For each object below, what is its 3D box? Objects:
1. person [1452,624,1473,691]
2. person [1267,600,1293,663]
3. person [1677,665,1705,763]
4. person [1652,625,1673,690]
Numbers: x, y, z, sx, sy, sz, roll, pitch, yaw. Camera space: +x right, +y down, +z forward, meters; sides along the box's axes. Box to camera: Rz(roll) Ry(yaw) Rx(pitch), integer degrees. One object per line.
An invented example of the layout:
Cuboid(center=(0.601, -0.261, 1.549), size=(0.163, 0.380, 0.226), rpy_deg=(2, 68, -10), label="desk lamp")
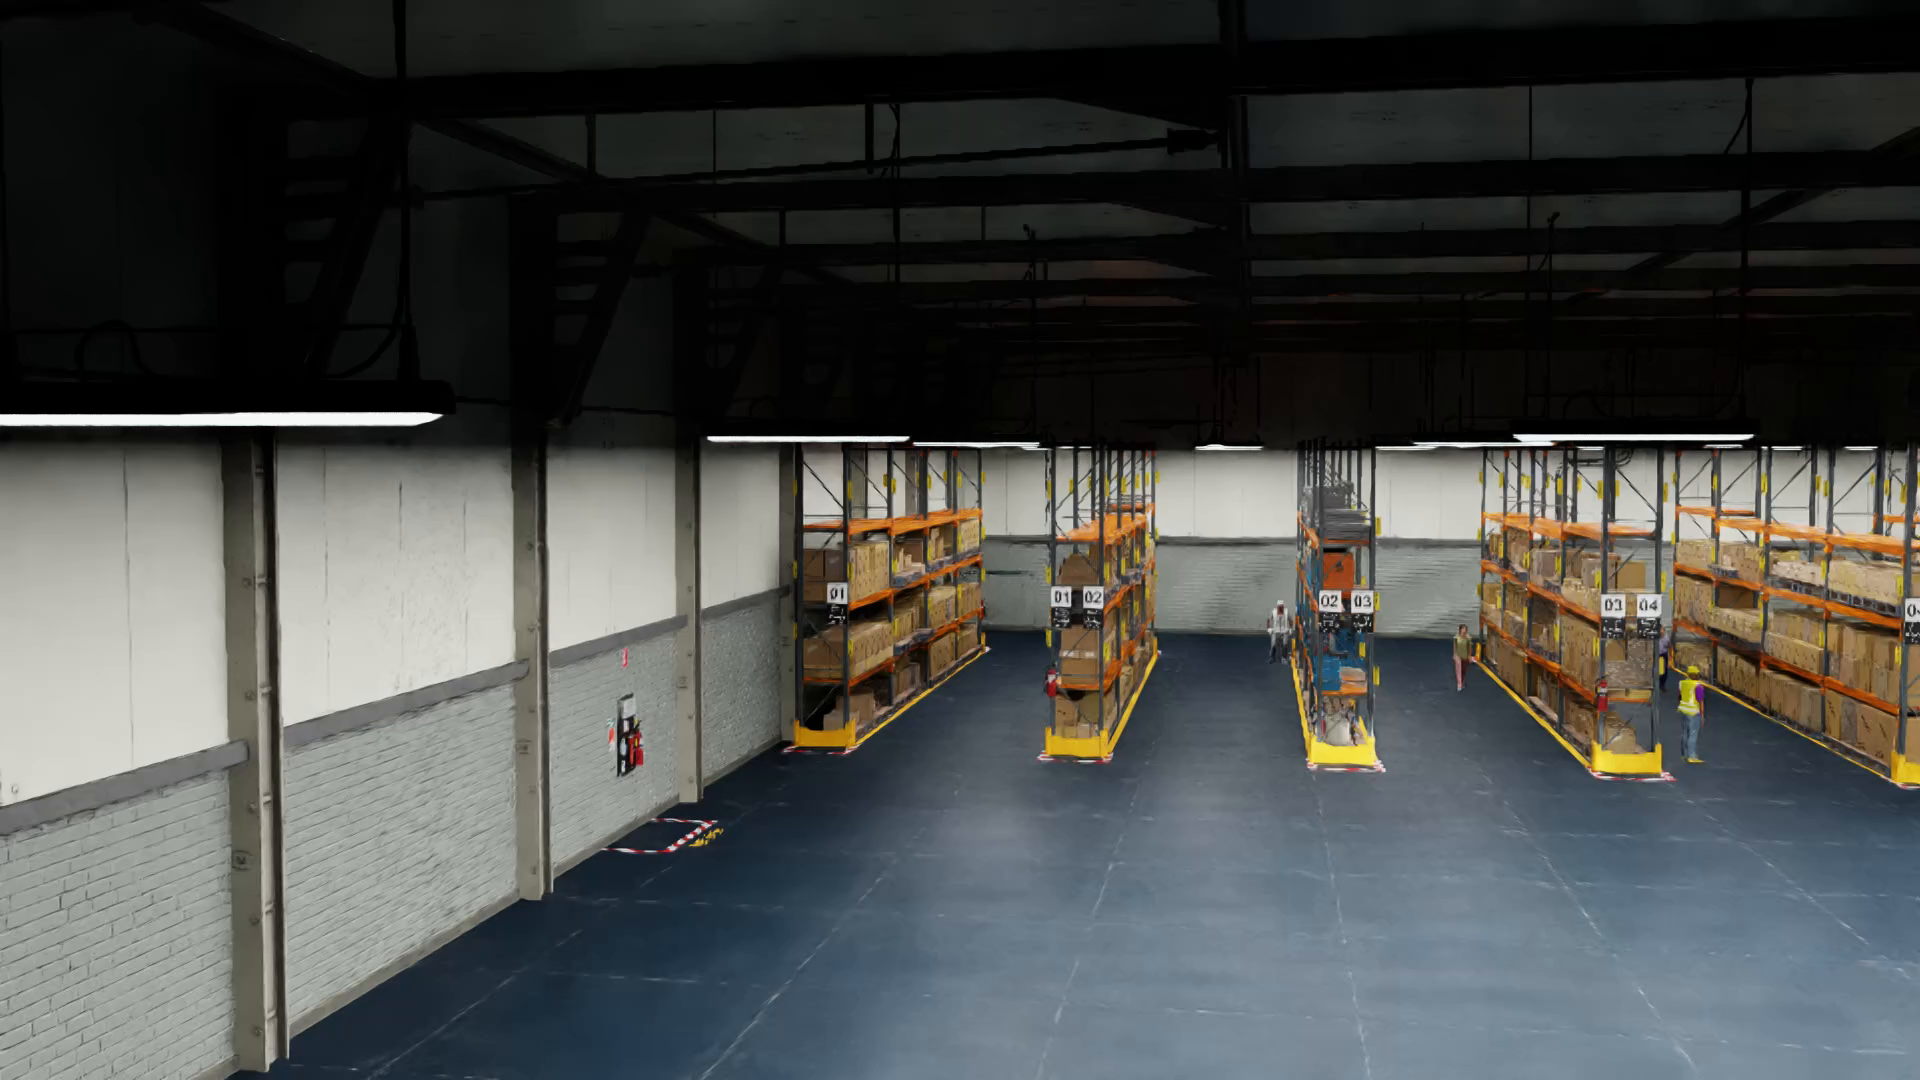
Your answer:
Cuboid(center=(12.064, 2.801, 39.876), size=(0.446, 1.591, 1.110), rpy_deg=(0, 3, 8), label="person")
Cuboid(center=(8.677, 2.478, 45.122), size=(0.702, 1.735, 0.549), rpy_deg=(1, 3, 10), label="person")
Cuboid(center=(13.533, 3.197, 30.698), size=(0.463, 1.764, 0.649), rpy_deg=(-1, 3, -19), label="person")
Cuboid(center=(16.800, 2.817, 39.989), size=(0.626, 1.594, 0.513), rpy_deg=(0, 3, 8), label="person")
